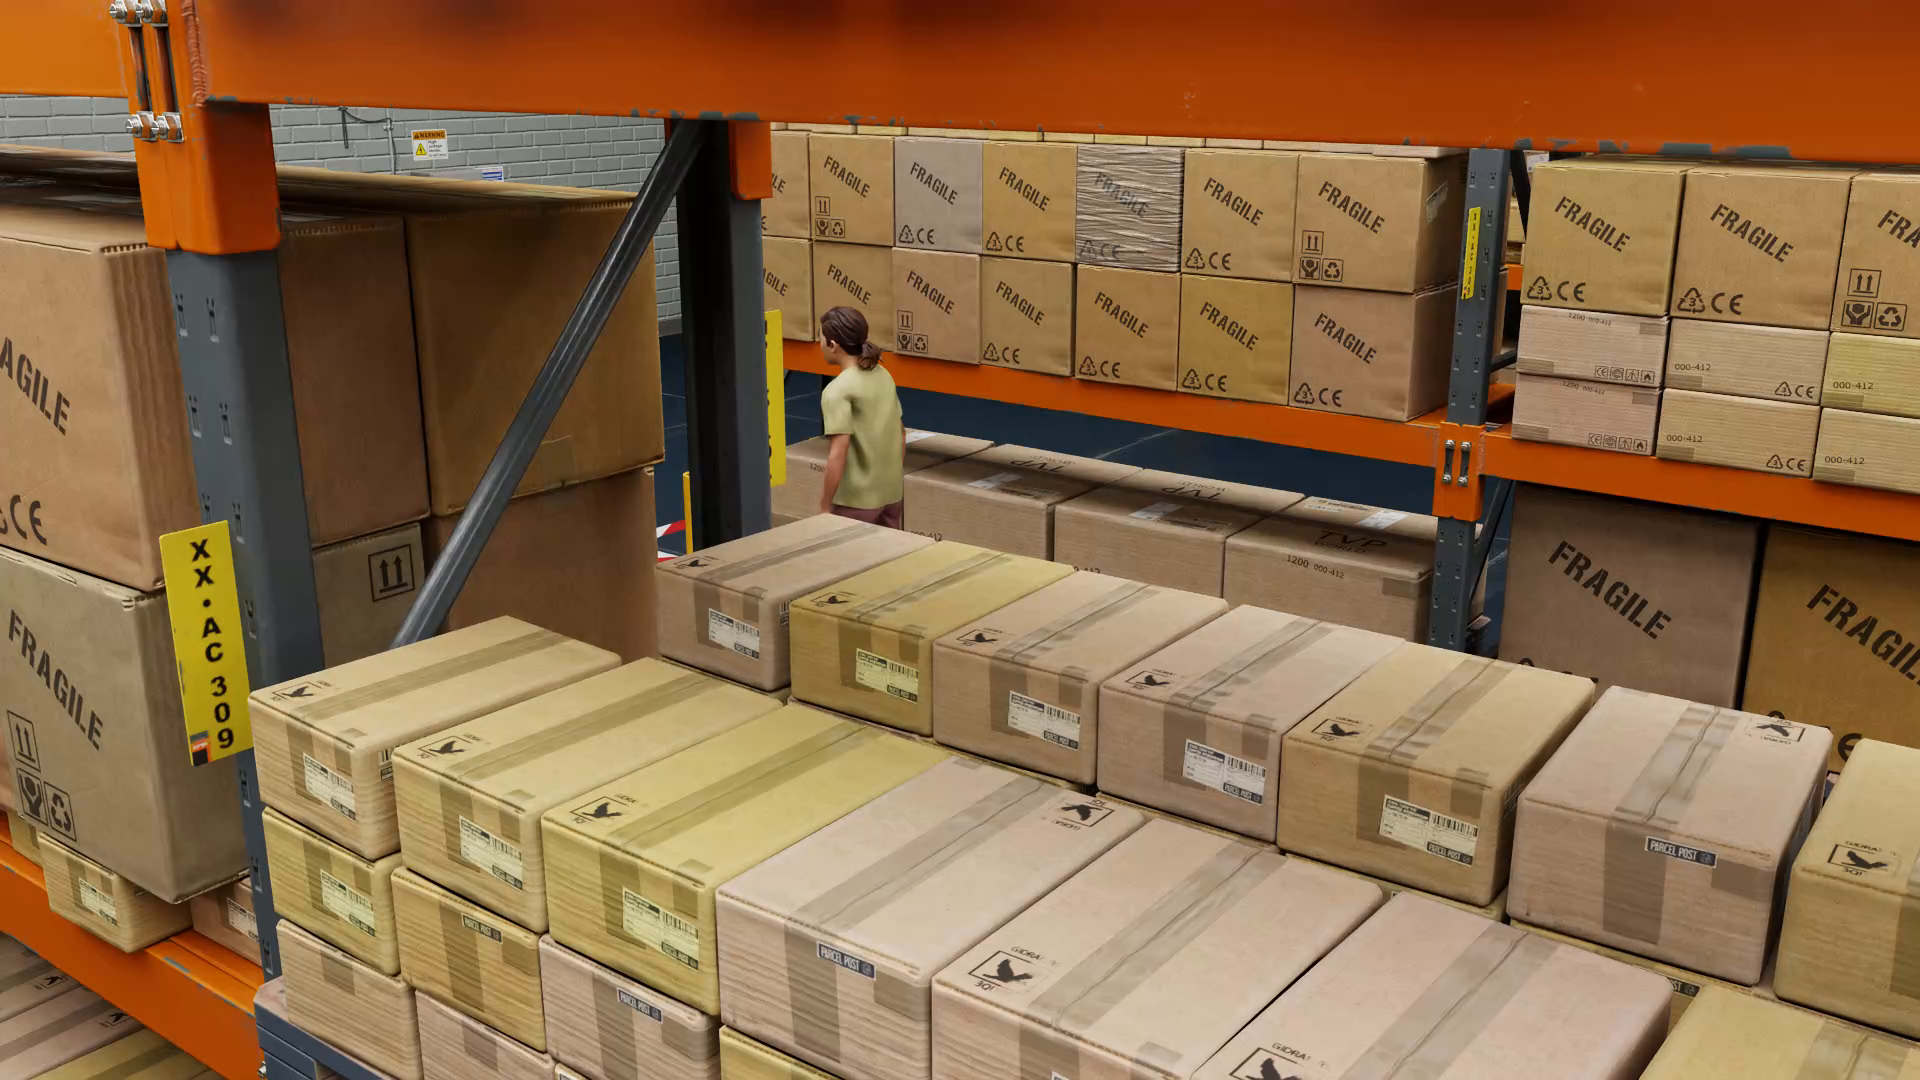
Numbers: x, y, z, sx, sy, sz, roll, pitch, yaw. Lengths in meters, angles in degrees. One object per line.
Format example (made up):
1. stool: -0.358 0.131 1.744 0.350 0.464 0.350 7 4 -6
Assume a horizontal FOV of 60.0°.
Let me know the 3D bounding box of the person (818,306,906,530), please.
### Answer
1. person: -0.431 -0.163 7.087 0.356 1.673 0.519 12 20 34
